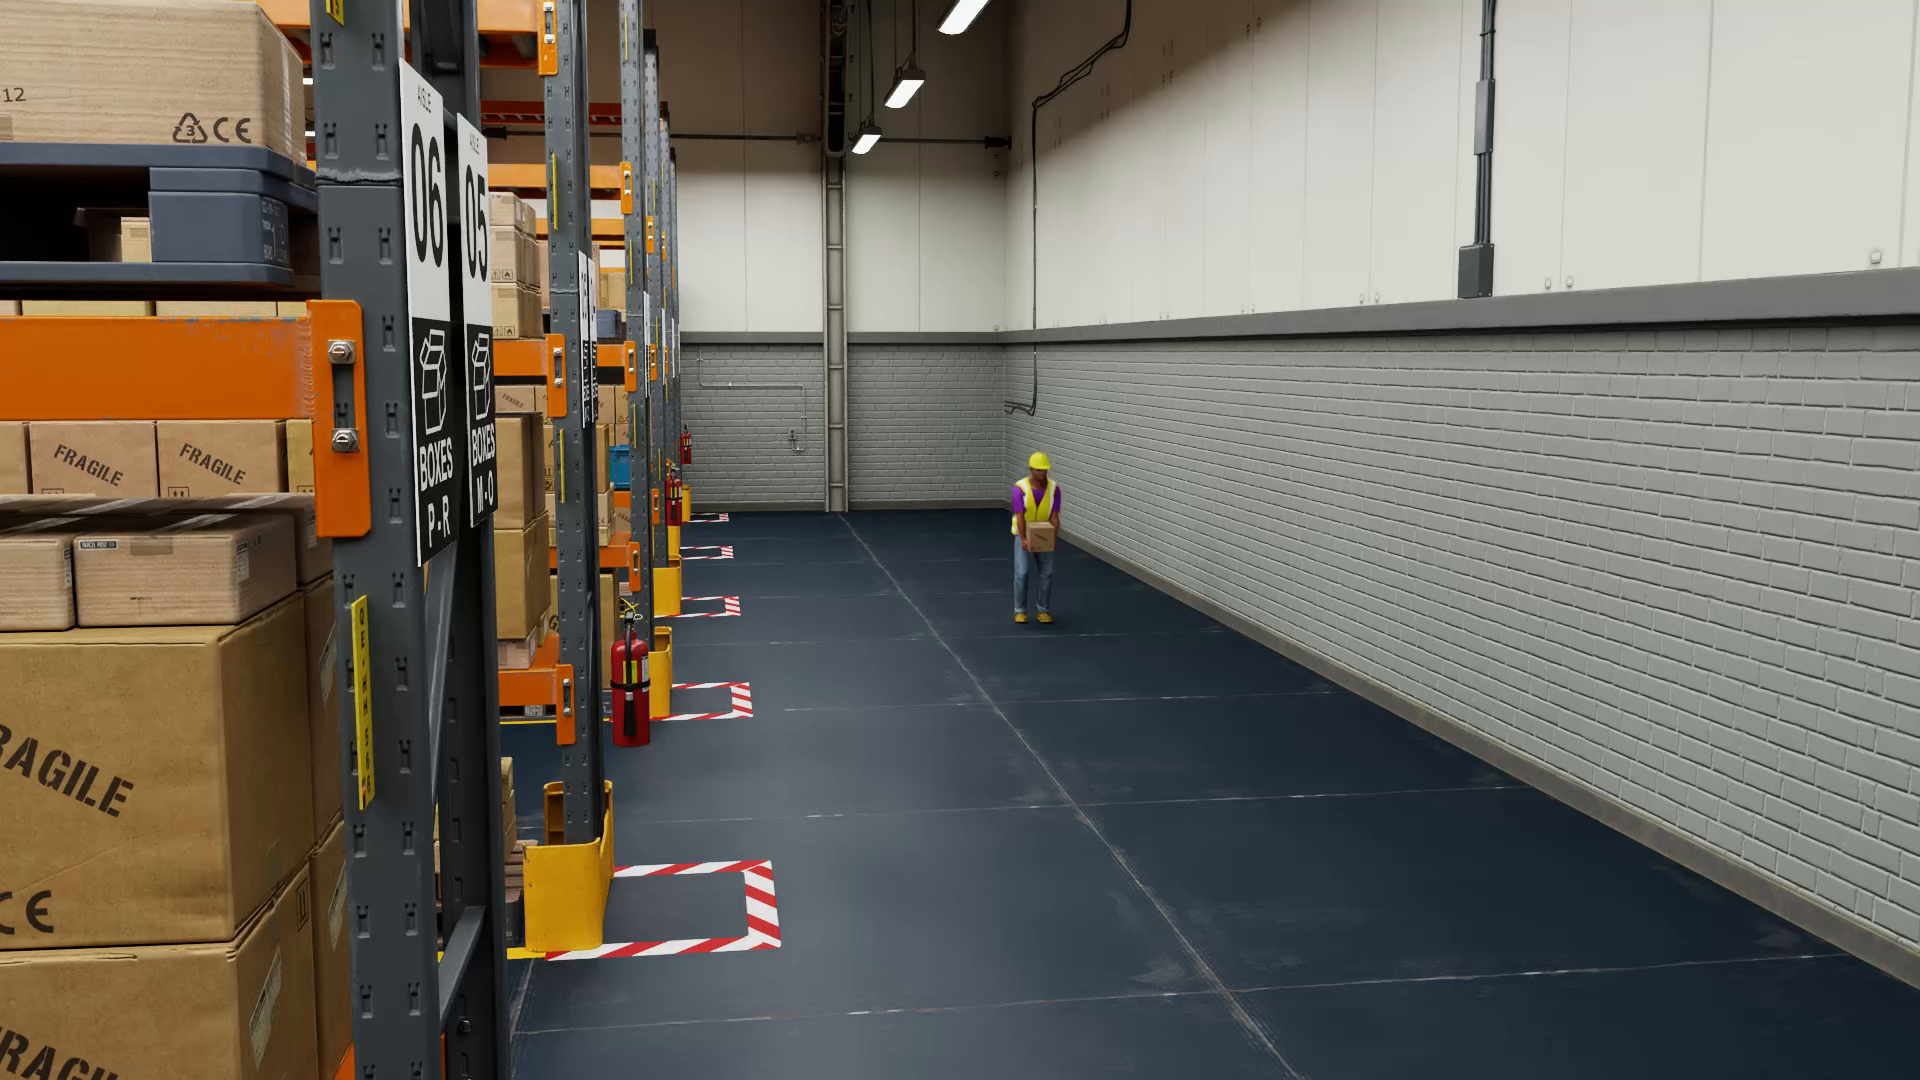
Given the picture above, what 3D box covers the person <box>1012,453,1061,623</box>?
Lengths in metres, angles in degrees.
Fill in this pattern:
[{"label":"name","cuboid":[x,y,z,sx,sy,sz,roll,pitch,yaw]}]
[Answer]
[{"label":"person","cuboid":[0.783,-0.021,16.920,0.497,1.736,0.600,-1,7,-10]}]
